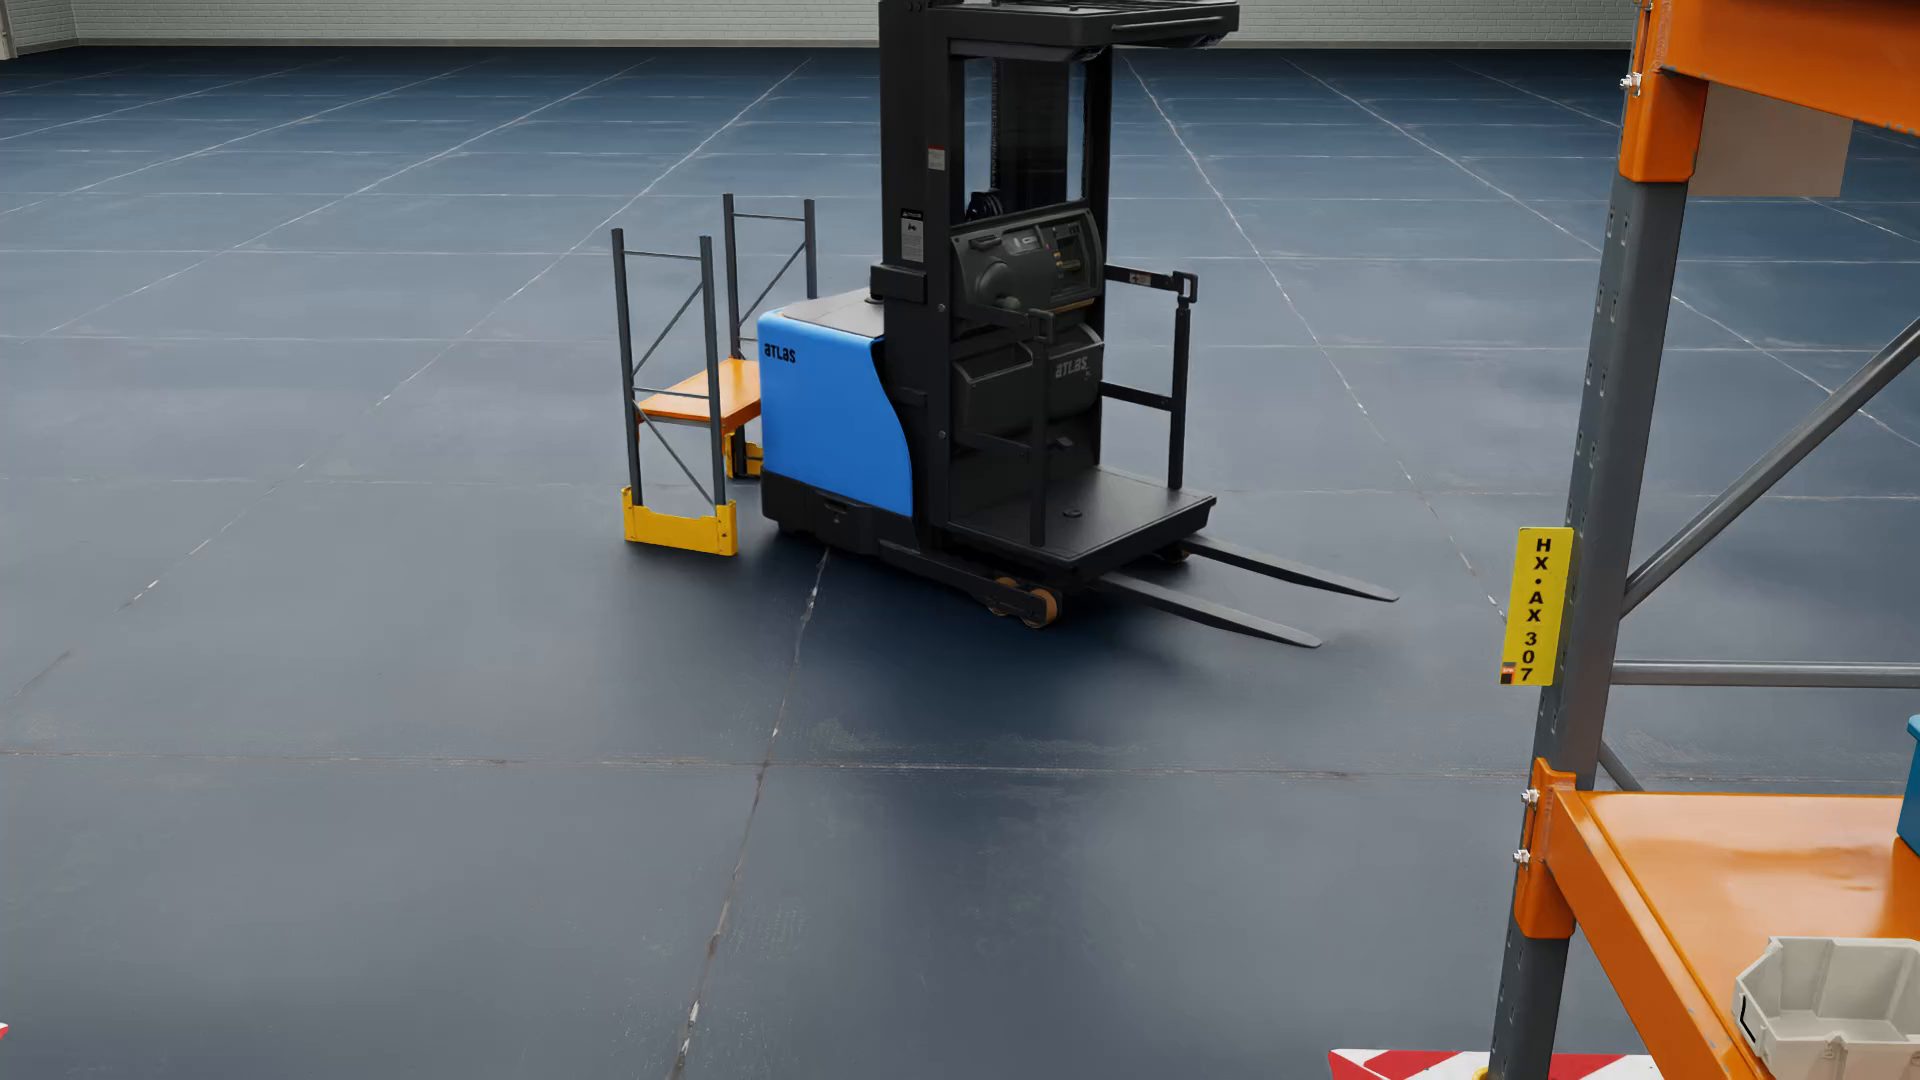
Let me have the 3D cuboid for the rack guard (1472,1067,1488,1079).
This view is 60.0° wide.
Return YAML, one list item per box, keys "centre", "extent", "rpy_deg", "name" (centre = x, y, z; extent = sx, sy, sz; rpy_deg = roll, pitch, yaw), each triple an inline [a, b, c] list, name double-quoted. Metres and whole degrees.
- centre: [1.691, 1.459, 3.578]
  extent: [1.175, 0.500, 0.348]
  rpy_deg: [1, 21, 2]
  name: "rack guard"

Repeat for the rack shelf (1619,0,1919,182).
- centre: [1.586, -0.074, 0.921]
  extent: [1.077, 0.370, 4.000]
  rpy_deg: [1, 21, 2]
  name: "rack shelf"

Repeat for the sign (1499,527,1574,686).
- centre: [1.097, 0.129, 3.167]
  extent: [0.100, 0.325, 0.005]
  rpy_deg: [1, 21, 2]
  name: "sign"

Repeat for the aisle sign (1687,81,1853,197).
- centre: [1.356, -0.976, 2.803]
  extent: [0.394, 0.787, 0.004]
  rpy_deg: [1, 21, 2]
  name: "aisle sign"

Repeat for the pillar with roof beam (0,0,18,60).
- centre: [-13.877, -13.306, 29.881]
  extent: [9.100, 9.000, 0.400]
  rpy_deg: [1, 21, 2]
  name: "pillar with roof beam"

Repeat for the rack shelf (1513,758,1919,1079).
- centre: [1.586, 1.324, 1.464]
  extent: [1.077, 0.370, 4.000]
  rpy_deg: [1, 21, 2]
  name: "rack shelf"

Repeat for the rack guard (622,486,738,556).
- centre: [-1.337, -0.094, 7.925]
  extent: [0.587, 0.250, 0.087]
  rpy_deg: [8, 23, 20]
  name: "rack guard"

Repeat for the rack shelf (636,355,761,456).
- centre: [-1.148, -0.679, 8.203]
  extent: [0.538, 0.185, 1.000]
  rpy_deg: [8, 23, 20]
  name: "rack shelf"

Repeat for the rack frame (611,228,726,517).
- centre: [-1.337, -0.676, 7.698]
  extent: [0.500, 1.500, 0.032]
  rpy_deg: [8, 23, 20]
  name: "rack frame"

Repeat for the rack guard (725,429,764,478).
- centre: [-0.966, -0.428, 8.787]
  extent: [0.587, 0.250, 0.087]
  rpy_deg: [8, 23, 20]
  name: "rack guard"

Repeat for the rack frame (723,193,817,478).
- centre: [-0.959, -1.017, 8.578]
  extent: [0.500, 1.500, 0.032]
  rpy_deg: [8, 23, 20]
  name: "rack frame"

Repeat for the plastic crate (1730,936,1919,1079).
- centre: [1.298, 0.709, 2.420]
  extent: [0.298, 0.136, 0.250]
  rpy_deg: [1, 21, 2]
  name: "plastic crate"

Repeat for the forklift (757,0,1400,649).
- centre: [0.459, -1.204, 7.080]
  extent: [3.031, 2.935, 1.130]
  rpy_deg: [18, 28, 39]
  name: "forklift"

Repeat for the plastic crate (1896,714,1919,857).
- centre: [1.931, 0.519, 2.750]
  extent: [0.499, 0.251, 0.616]
  rpy_deg: [1, 21, 2]
  name: "plastic crate"

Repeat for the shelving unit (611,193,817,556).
- centre: [-1.151, -0.844, 8.130]
  extent: [0.587, 1.500, 1.083]
  rpy_deg: [8, 23, 20]
  name: "shelving unit"
